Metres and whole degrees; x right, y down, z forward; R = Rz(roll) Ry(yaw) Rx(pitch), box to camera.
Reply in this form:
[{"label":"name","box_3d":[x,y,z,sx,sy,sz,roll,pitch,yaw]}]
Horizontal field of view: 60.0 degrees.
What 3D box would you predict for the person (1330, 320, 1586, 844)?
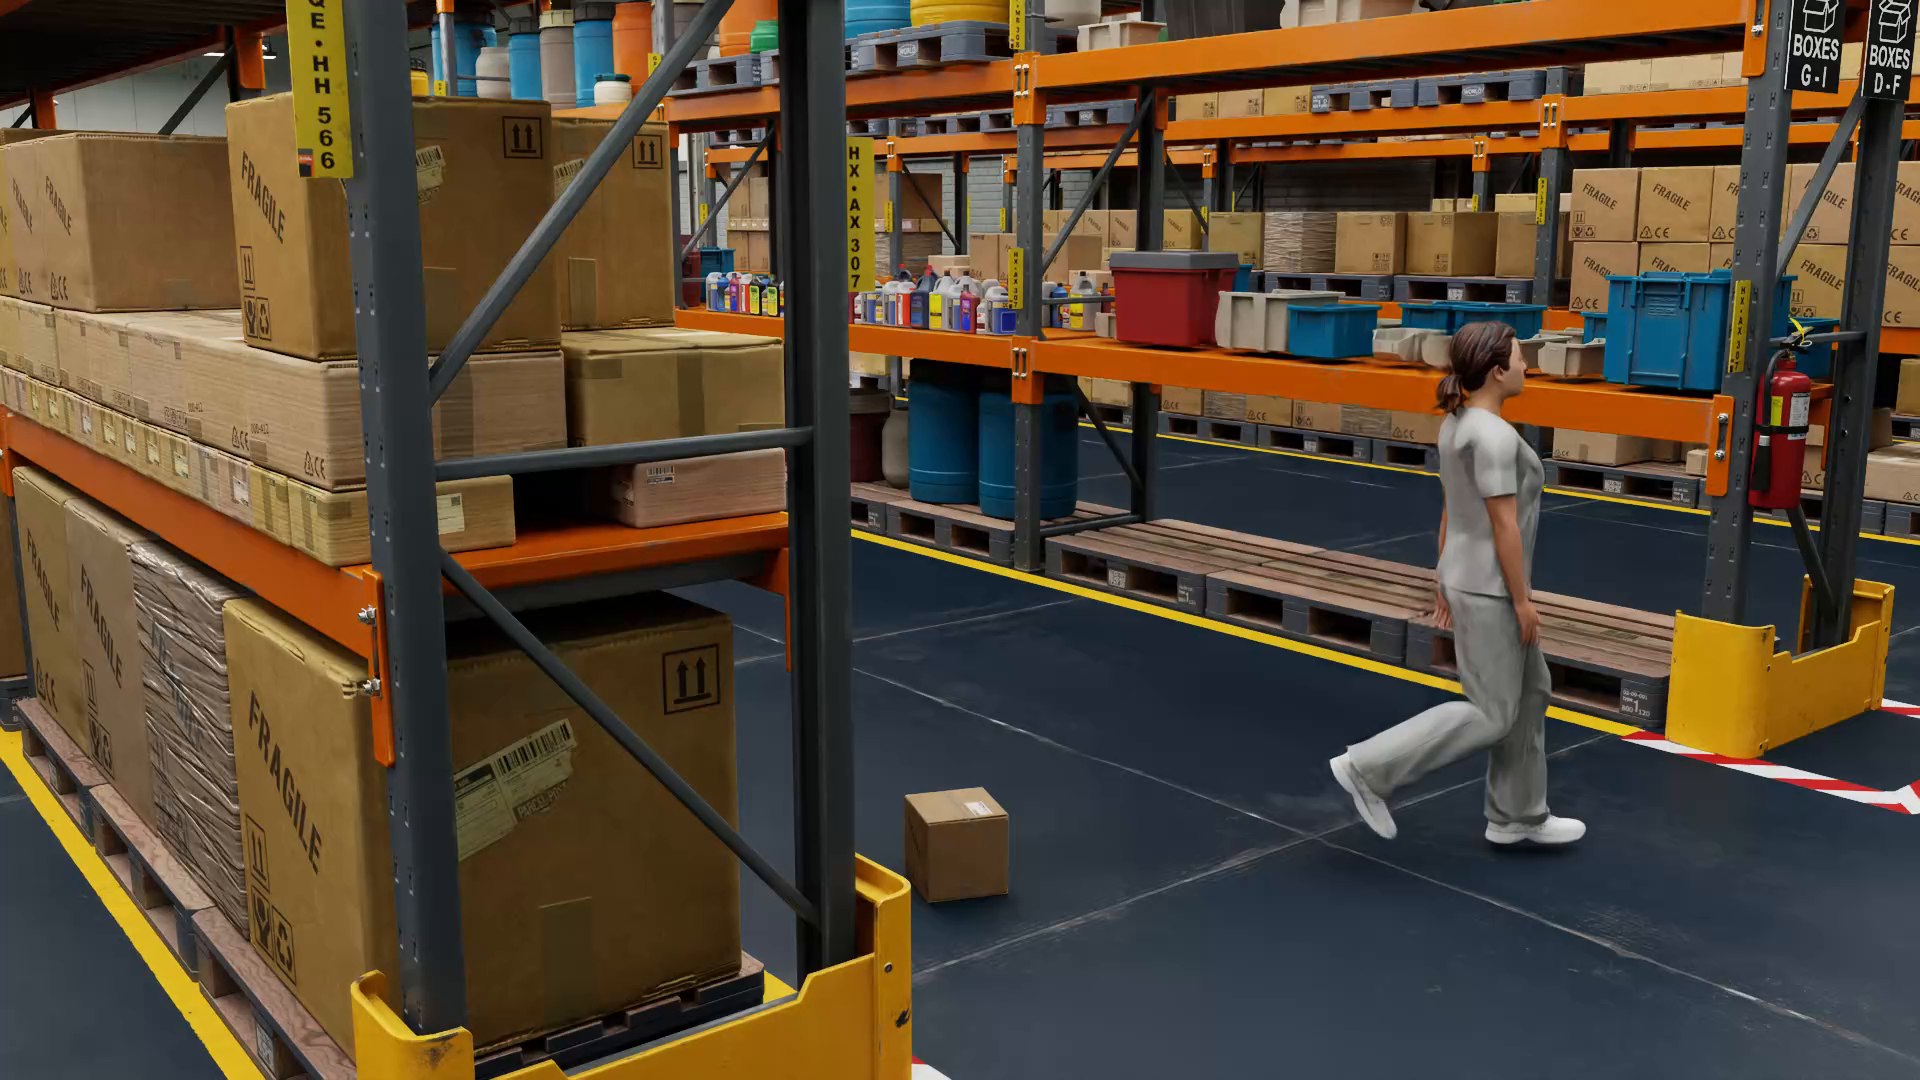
[{"label":"person","box_3d":[1.559,0.151,5.090,0.823,1.640,0.438,1,11,4]}]
